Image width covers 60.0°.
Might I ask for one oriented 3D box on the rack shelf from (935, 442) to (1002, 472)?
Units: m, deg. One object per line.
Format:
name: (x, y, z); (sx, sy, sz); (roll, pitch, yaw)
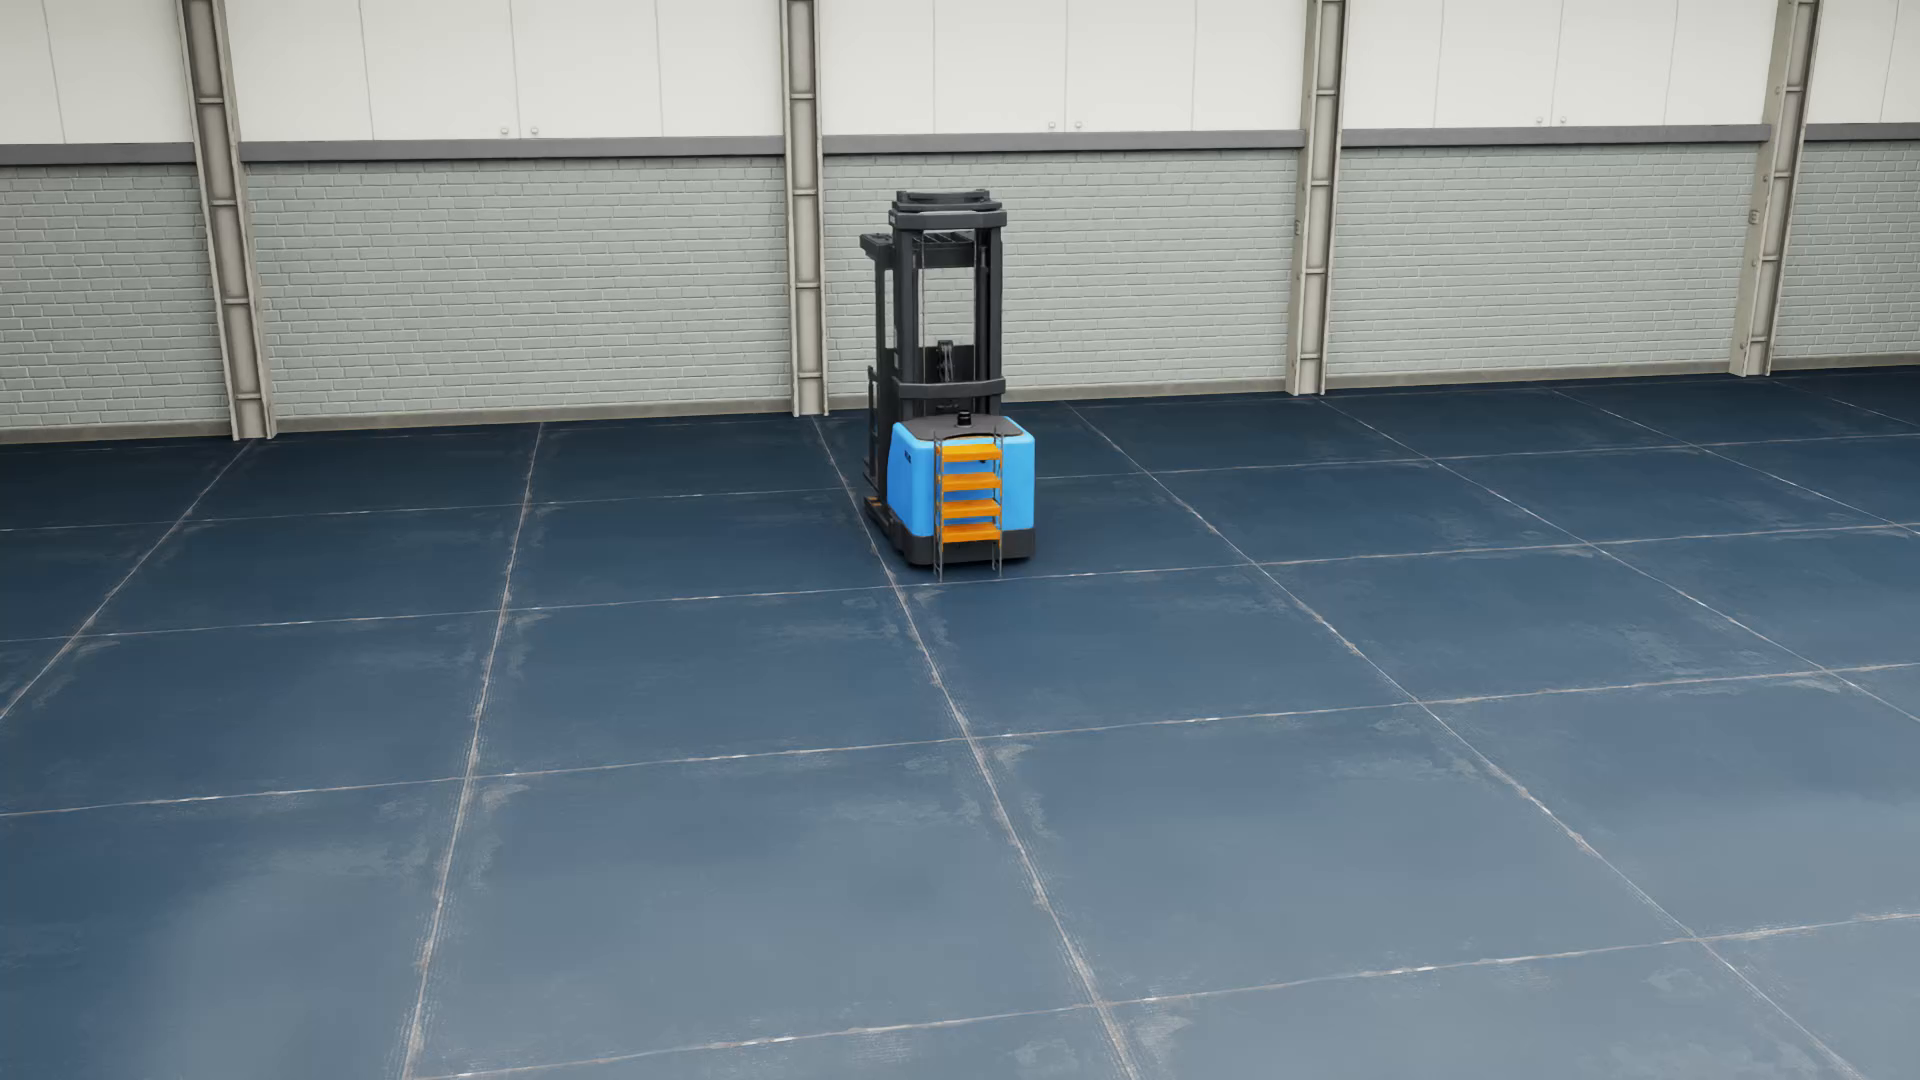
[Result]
rack shelf: (0.065, -0.655, 13.049); (0.480, 0.148, 0.258); (-4, 19, -13)

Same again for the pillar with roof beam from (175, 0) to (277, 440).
pillar with roof beam: (-6.793, -4.182, 12.599); (0.400, 9.000, 9.100); (-3, 17, -10)

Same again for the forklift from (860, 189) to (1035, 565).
forklift: (-0.243, -1.593, 14.505); (1.130, 2.935, 3.031); (-4, 18, -14)

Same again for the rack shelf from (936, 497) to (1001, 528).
rack shelf: (0.062, -0.219, 13.197); (0.480, 0.148, 0.258); (-4, 19, -13)

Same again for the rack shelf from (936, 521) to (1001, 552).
rack shelf: (0.061, -0.031, 13.261); (0.480, 0.148, 0.258); (-4, 19, -13)

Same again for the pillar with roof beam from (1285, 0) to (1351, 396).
pillar with roof beam: (4.989, -4.850, 14.776); (0.400, 9.000, 9.100); (-3, 17, -10)

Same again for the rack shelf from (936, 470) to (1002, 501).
rack shelf: (0.064, -0.431, 13.125); (0.480, 0.148, 0.258); (-4, 19, -13)

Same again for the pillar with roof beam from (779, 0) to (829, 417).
pillar with roof beam: (-0.902, -4.516, 13.687); (0.400, 9.000, 9.100); (-3, 17, -10)

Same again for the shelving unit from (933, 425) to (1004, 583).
shelving unit: (0.063, -0.283, 13.176); (0.503, 1.200, 0.258); (-4, 19, -13)

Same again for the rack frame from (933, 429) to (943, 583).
rack frame: (-0.174, -0.266, 13.119); (0.015, 1.200, 0.240); (-4, 19, -13)

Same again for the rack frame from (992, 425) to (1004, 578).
rack frame: (0.299, -0.300, 13.232); (0.015, 1.200, 0.240); (-4, 19, -13)

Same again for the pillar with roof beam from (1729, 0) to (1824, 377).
pillar with roof beam: (10.880, -5.184, 15.864); (0.400, 9.000, 9.100); (-3, 17, -10)
